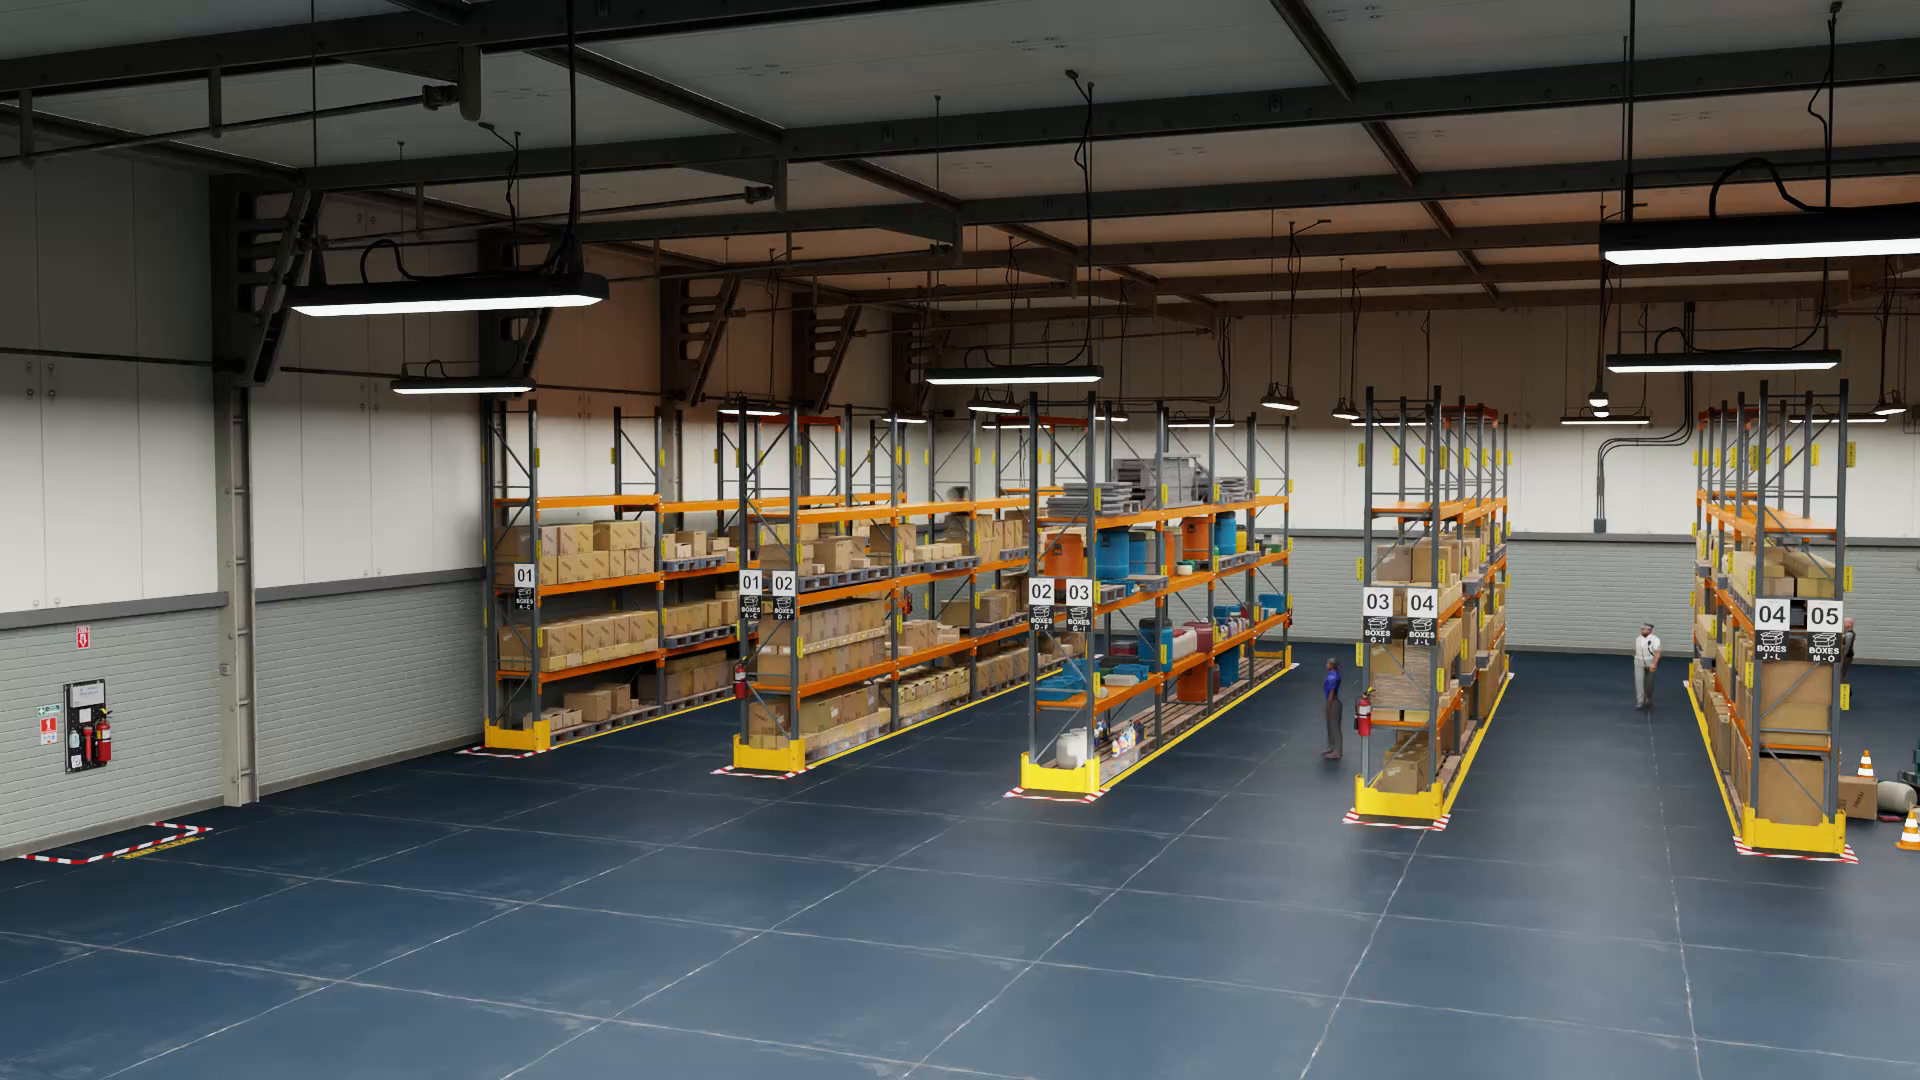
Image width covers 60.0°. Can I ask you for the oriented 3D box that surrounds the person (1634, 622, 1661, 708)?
[{"bbox_3d":[13.725,2.490,33.212,0.487,1.714,1.060,1,3,20],"label":"person"}]

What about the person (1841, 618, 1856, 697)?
[{"bbox_3d":[18.175,2.462,34.228,0.496,1.736,0.576,3,4,43],"label":"person"}]

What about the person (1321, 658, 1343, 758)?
[{"bbox_3d":[6.229,2.794,27.828,0.348,1.663,0.491,0,3,5],"label":"person"}]
